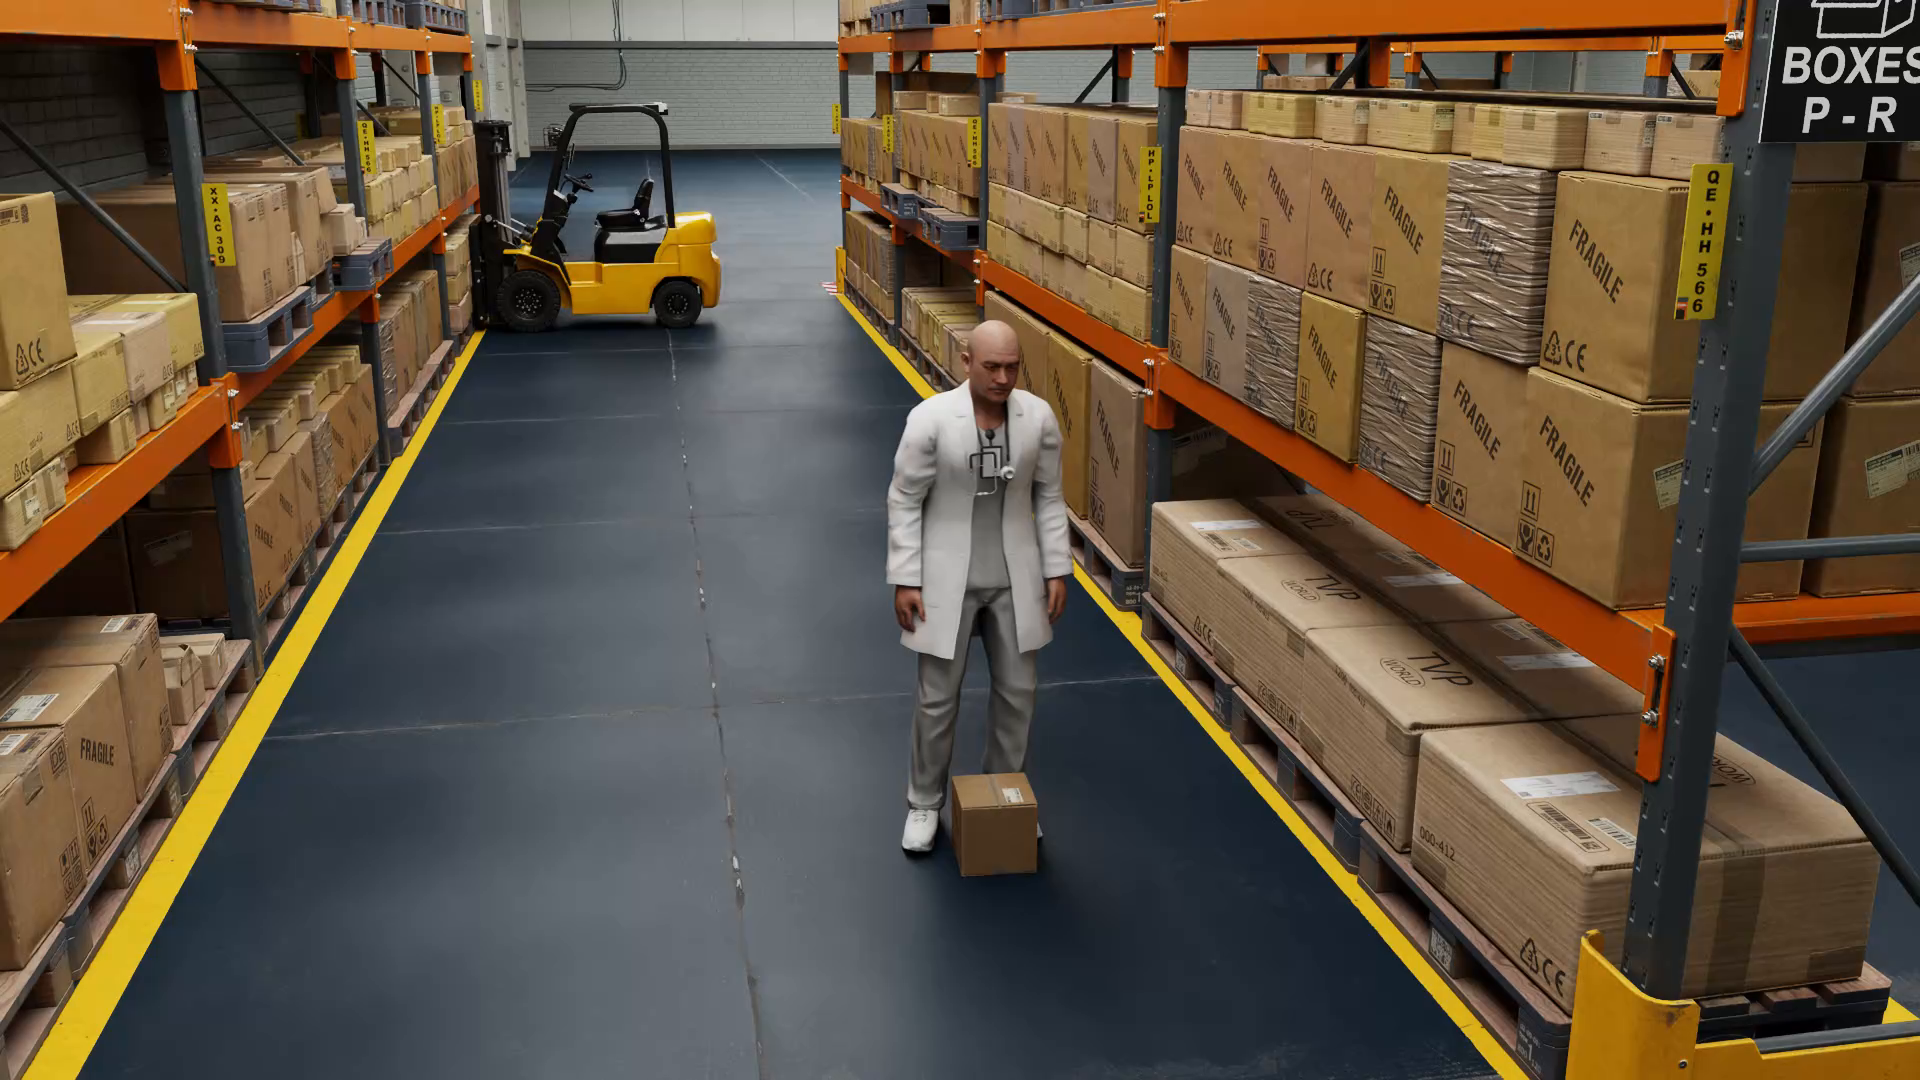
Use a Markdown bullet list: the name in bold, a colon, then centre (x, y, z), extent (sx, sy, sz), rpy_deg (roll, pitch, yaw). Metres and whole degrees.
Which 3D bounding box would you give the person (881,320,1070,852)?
- **person**: centre (0.055, 0.233, 5.584), extent (0.646, 1.592, 0.426), rpy_deg (-4, 17, -13)
